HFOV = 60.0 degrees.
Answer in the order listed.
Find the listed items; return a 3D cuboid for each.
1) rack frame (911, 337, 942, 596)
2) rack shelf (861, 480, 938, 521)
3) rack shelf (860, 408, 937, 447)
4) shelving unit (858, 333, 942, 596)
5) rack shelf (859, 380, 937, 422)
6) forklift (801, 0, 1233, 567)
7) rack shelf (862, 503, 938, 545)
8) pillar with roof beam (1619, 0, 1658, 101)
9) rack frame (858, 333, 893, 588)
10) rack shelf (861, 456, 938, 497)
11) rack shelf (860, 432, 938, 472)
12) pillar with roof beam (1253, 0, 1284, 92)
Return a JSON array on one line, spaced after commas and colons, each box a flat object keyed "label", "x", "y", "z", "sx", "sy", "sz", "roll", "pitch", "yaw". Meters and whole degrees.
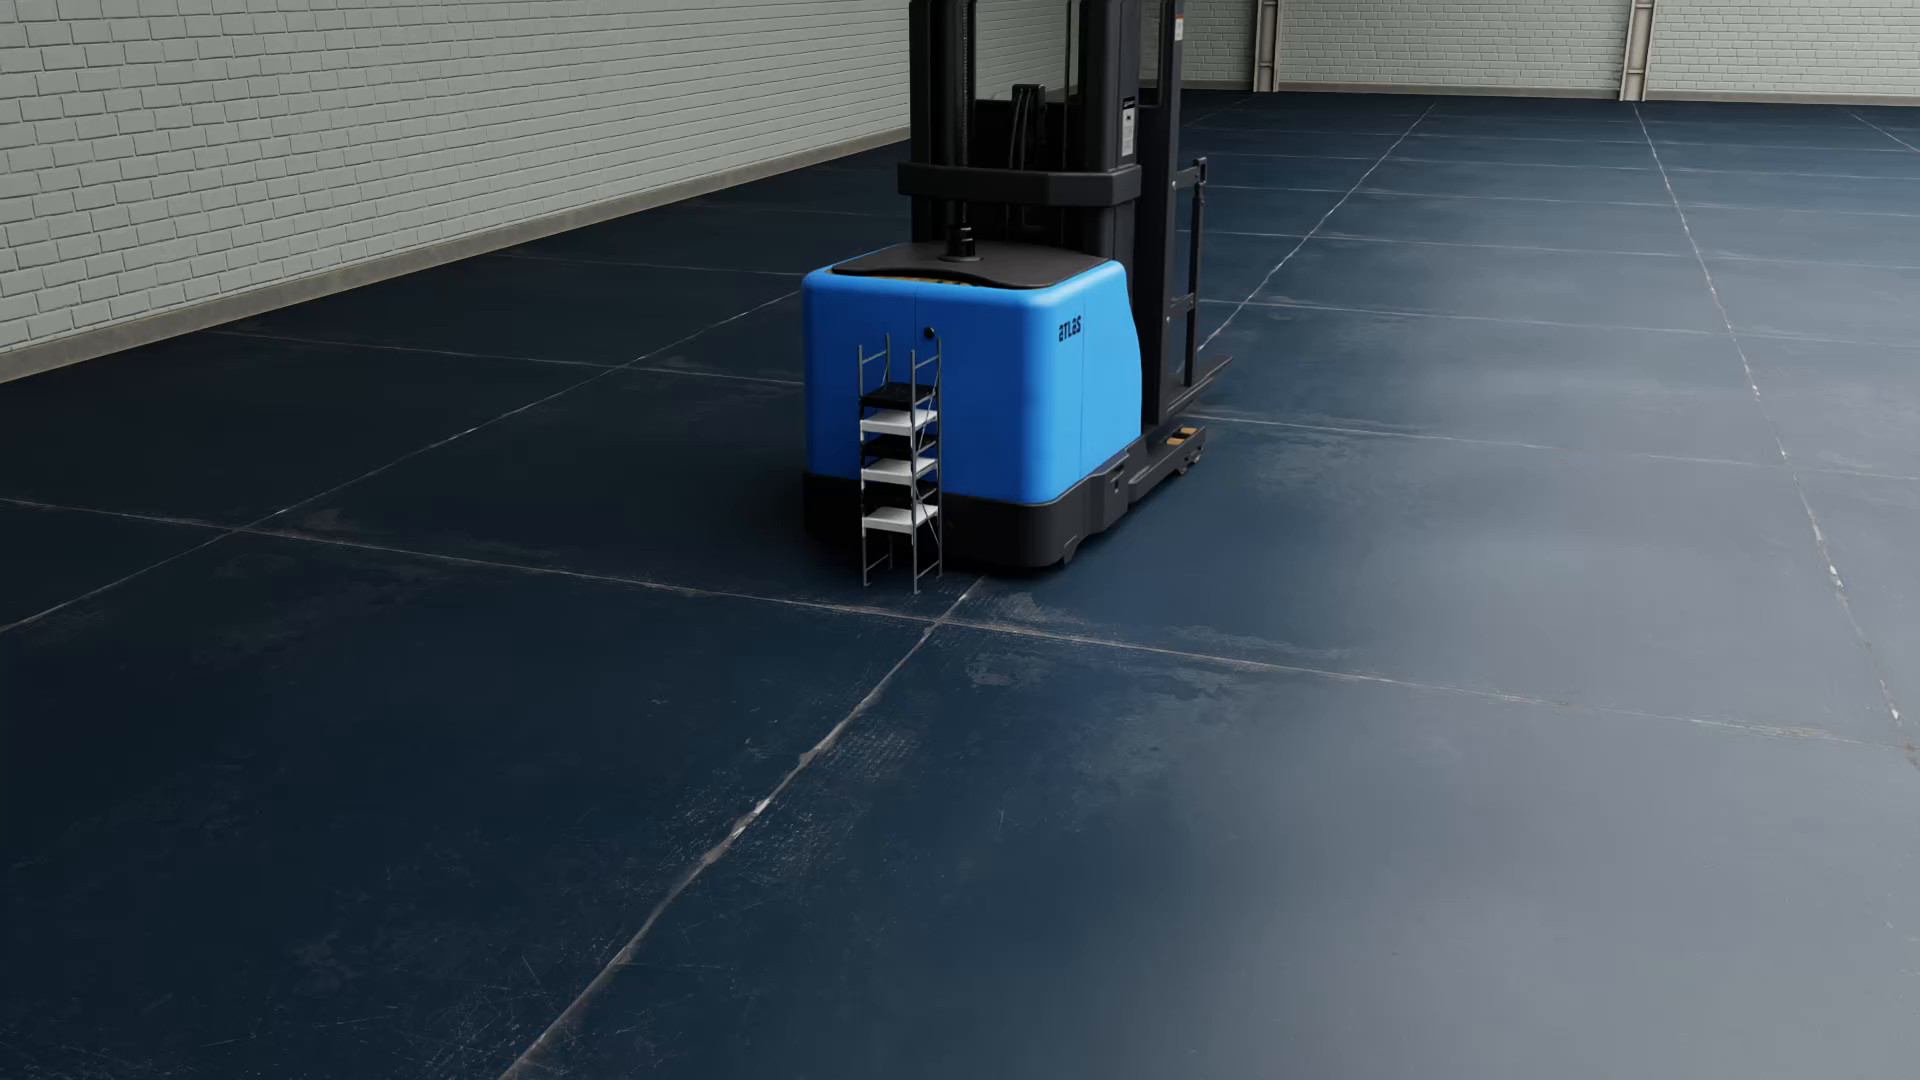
[{"label": "rack frame", "x": -0.118, "y": -0.258, "z": 5.949, "sx": 0.006, "sy": 0.900, "sz": 0.240, "roll": 8, "pitch": 21, "yaw": 22}, {"label": "rack shelf", "x": -0.212, "y": -0.155, "z": 6.029, "sx": 0.200, "sy": 0.077, "sz": 0.258, "roll": 8, "pitch": 21, "yaw": 22}, {"label": "rack shelf", "x": -0.212, "y": -0.410, "z": 5.940, "sx": 0.200, "sy": 0.077, "sz": 0.258, "roll": 8, "pitch": 21, "yaw": 22}, {"label": "shelving unit", "x": -0.212, "y": -0.272, "z": 5.988, "sx": 0.210, "sy": 0.900, "sz": 0.258, "roll": 8, "pitch": 21, "yaw": 22}, {"label": "rack shelf", "x": -0.212, "y": -0.495, "z": 5.910, "sx": 0.200, "sy": 0.077, "sz": 0.258, "roll": 8, "pitch": 21, "yaw": 22}, {"label": "forklift", "x": 0.474, "y": -1.728, "z": 7.080, "sx": 1.130, "sy": 2.935, "sz": 3.031, "roll": 9, "pitch": 21, "yaw": 23}, {"label": "rack shelf", "x": -0.212, "y": -0.070, "z": 6.058, "sx": 0.200, "sy": 0.077, "sz": 0.258, "roll": 8, "pitch": 21, "yaw": 22}, {"label": "pillar with roof beam", "x": 9.616, "y": -10.134, "z": 21.977, "sx": 0.400, "sy": 9.000, "sz": 9.100, "roll": 7, "pitch": 20, "yaw": 18}, {"label": "rack frame", "x": -0.305, "y": -0.285, "z": 6.027, "sx": 0.006, "sy": 0.900, "sz": 0.240, "roll": 8, "pitch": 21, "yaw": 22}, {"label": "rack shelf", "x": -0.212, "y": -0.240, "z": 5.999, "sx": 0.200, "sy": 0.077, "sz": 0.258, "roll": 8, "pitch": 21, "yaw": 22}, {"label": "rack shelf", "x": -0.212, "y": -0.325, "z": 5.969, "sx": 0.200, "sy": 0.077, "sz": 0.258, "roll": 8, "pitch": 21, "yaw": 22}, {"label": "pillar with roof beam", "x": 3.948, "y": -10.782, "z": 23.836, "sx": 0.400, "sy": 9.000, "sz": 9.100, "roll": 7, "pitch": 20, "yaw": 18}]
